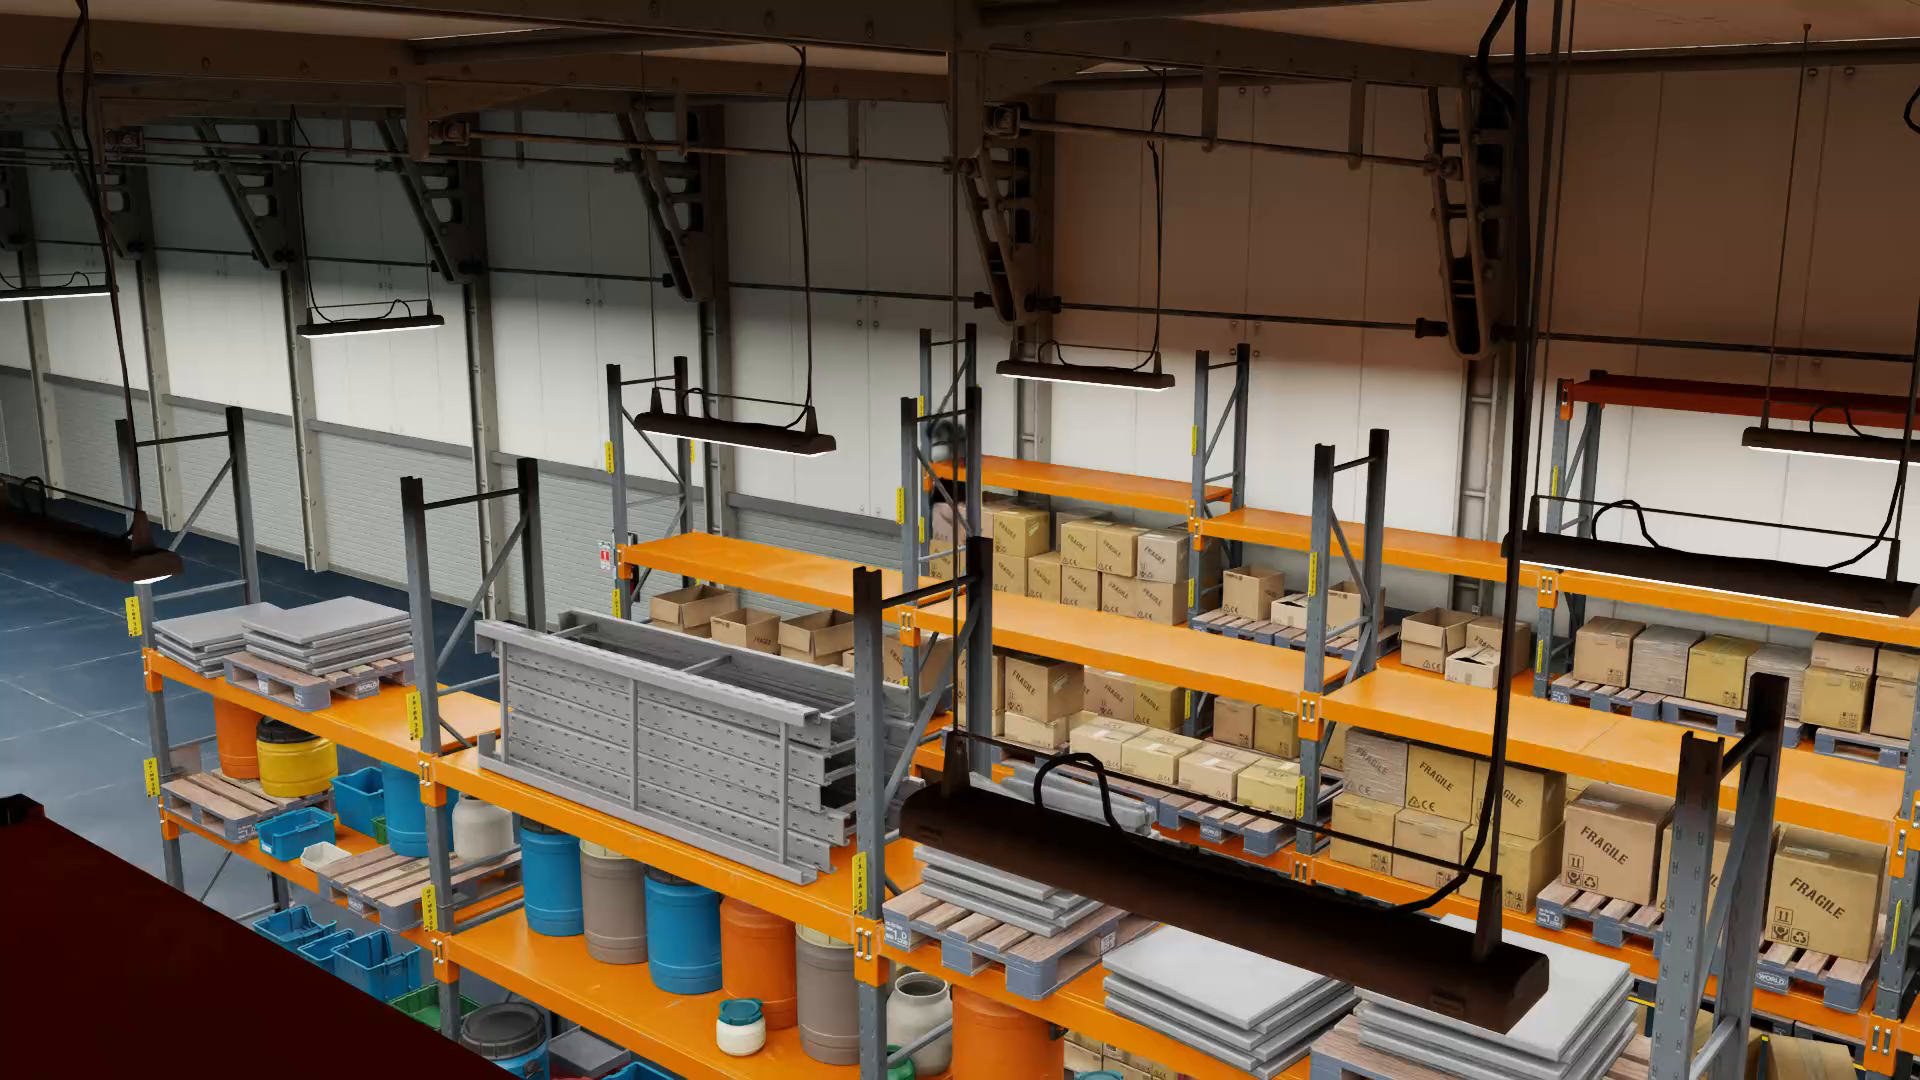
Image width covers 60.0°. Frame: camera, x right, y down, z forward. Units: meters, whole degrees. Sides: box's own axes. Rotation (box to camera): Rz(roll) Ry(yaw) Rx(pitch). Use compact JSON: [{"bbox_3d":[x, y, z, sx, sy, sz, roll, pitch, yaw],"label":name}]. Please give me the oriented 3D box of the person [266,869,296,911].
[{"bbox_3d":[-7.336,3.299,18.194,0.552,1.557,0.547,-6,14,-23],"label":"person"}]
